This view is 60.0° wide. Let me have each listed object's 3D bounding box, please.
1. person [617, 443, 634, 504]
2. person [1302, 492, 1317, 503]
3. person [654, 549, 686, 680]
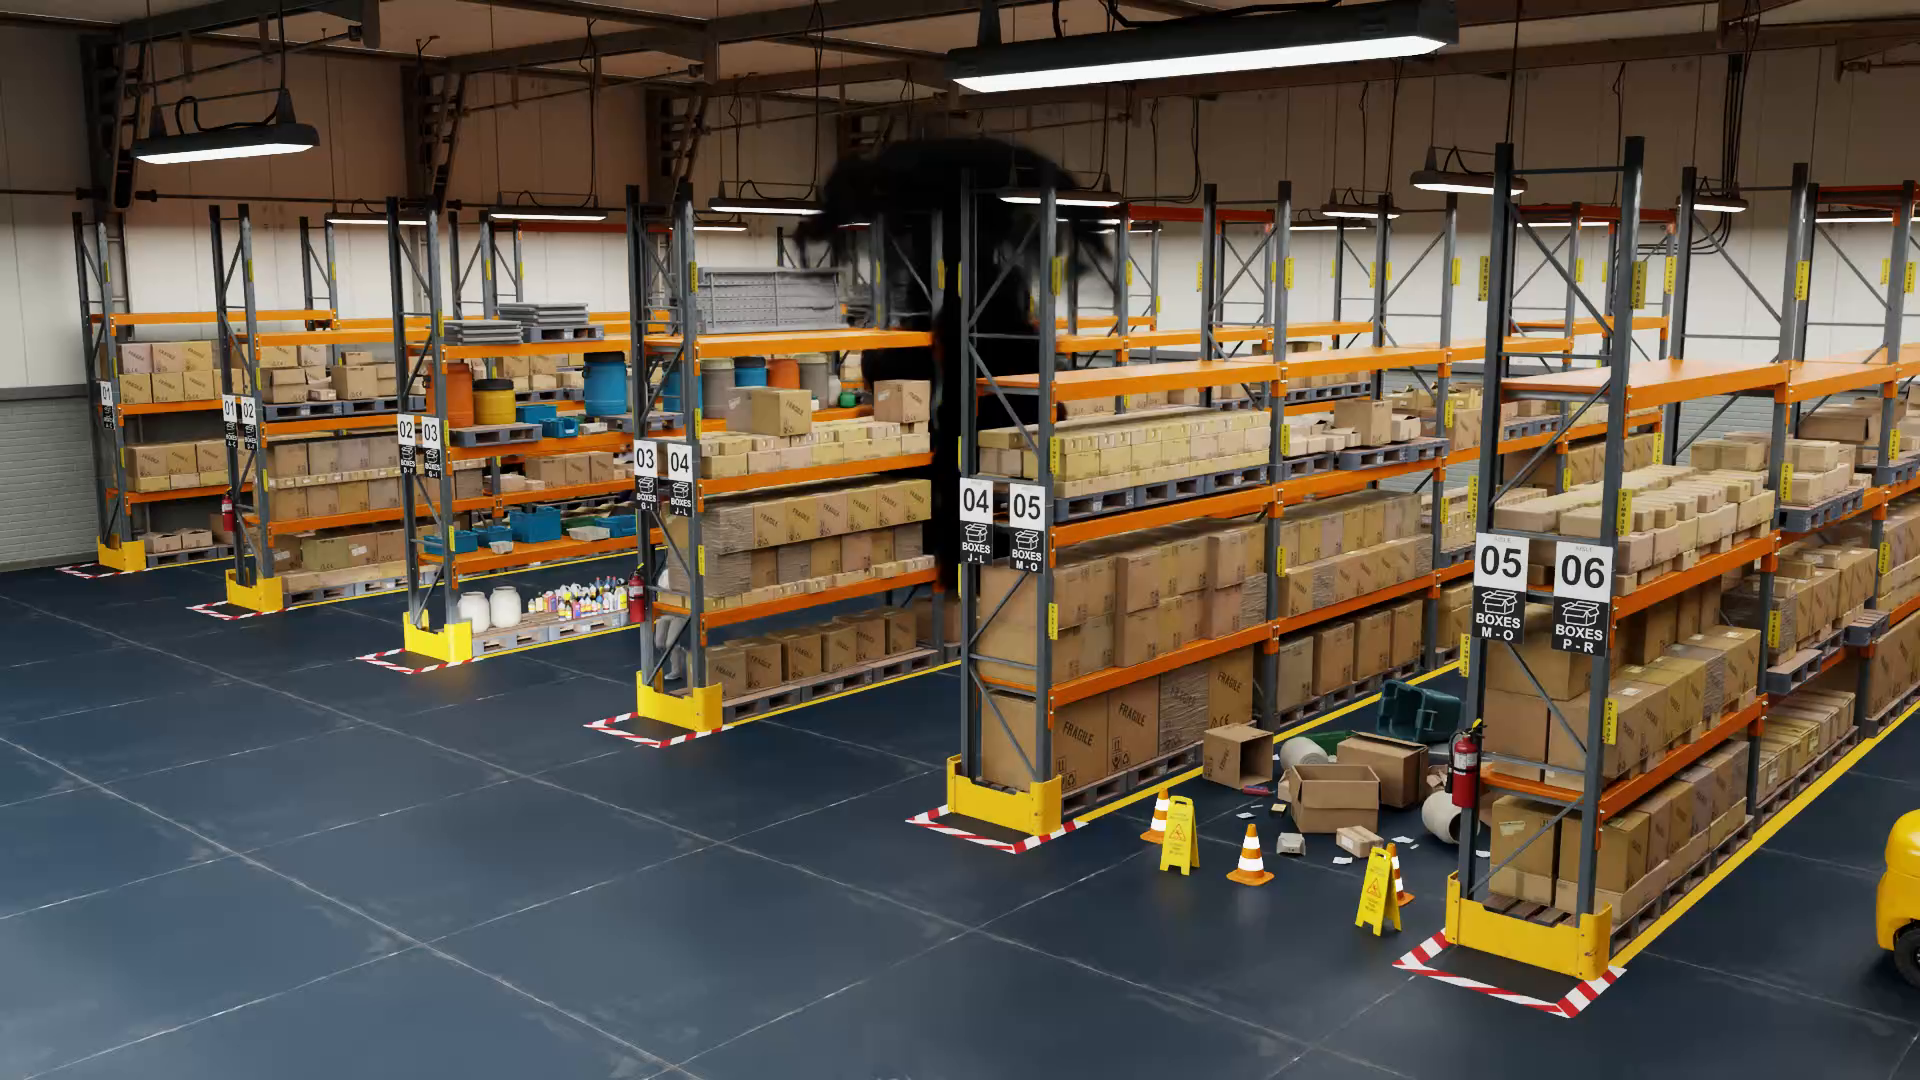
[{"bbox_3d":[-6.624,-1.139,32.987,0.612,1.634,0.894,6,11,34],"label":"person"},{"bbox_3d":[5.381,0.065,25.745,0.603,1.742,0.839,7,12,36],"label":"person"},{"bbox_3d":[-3.584,0.916,20.790,0.614,1.648,0.571,6,11,30],"label":"person"}]
